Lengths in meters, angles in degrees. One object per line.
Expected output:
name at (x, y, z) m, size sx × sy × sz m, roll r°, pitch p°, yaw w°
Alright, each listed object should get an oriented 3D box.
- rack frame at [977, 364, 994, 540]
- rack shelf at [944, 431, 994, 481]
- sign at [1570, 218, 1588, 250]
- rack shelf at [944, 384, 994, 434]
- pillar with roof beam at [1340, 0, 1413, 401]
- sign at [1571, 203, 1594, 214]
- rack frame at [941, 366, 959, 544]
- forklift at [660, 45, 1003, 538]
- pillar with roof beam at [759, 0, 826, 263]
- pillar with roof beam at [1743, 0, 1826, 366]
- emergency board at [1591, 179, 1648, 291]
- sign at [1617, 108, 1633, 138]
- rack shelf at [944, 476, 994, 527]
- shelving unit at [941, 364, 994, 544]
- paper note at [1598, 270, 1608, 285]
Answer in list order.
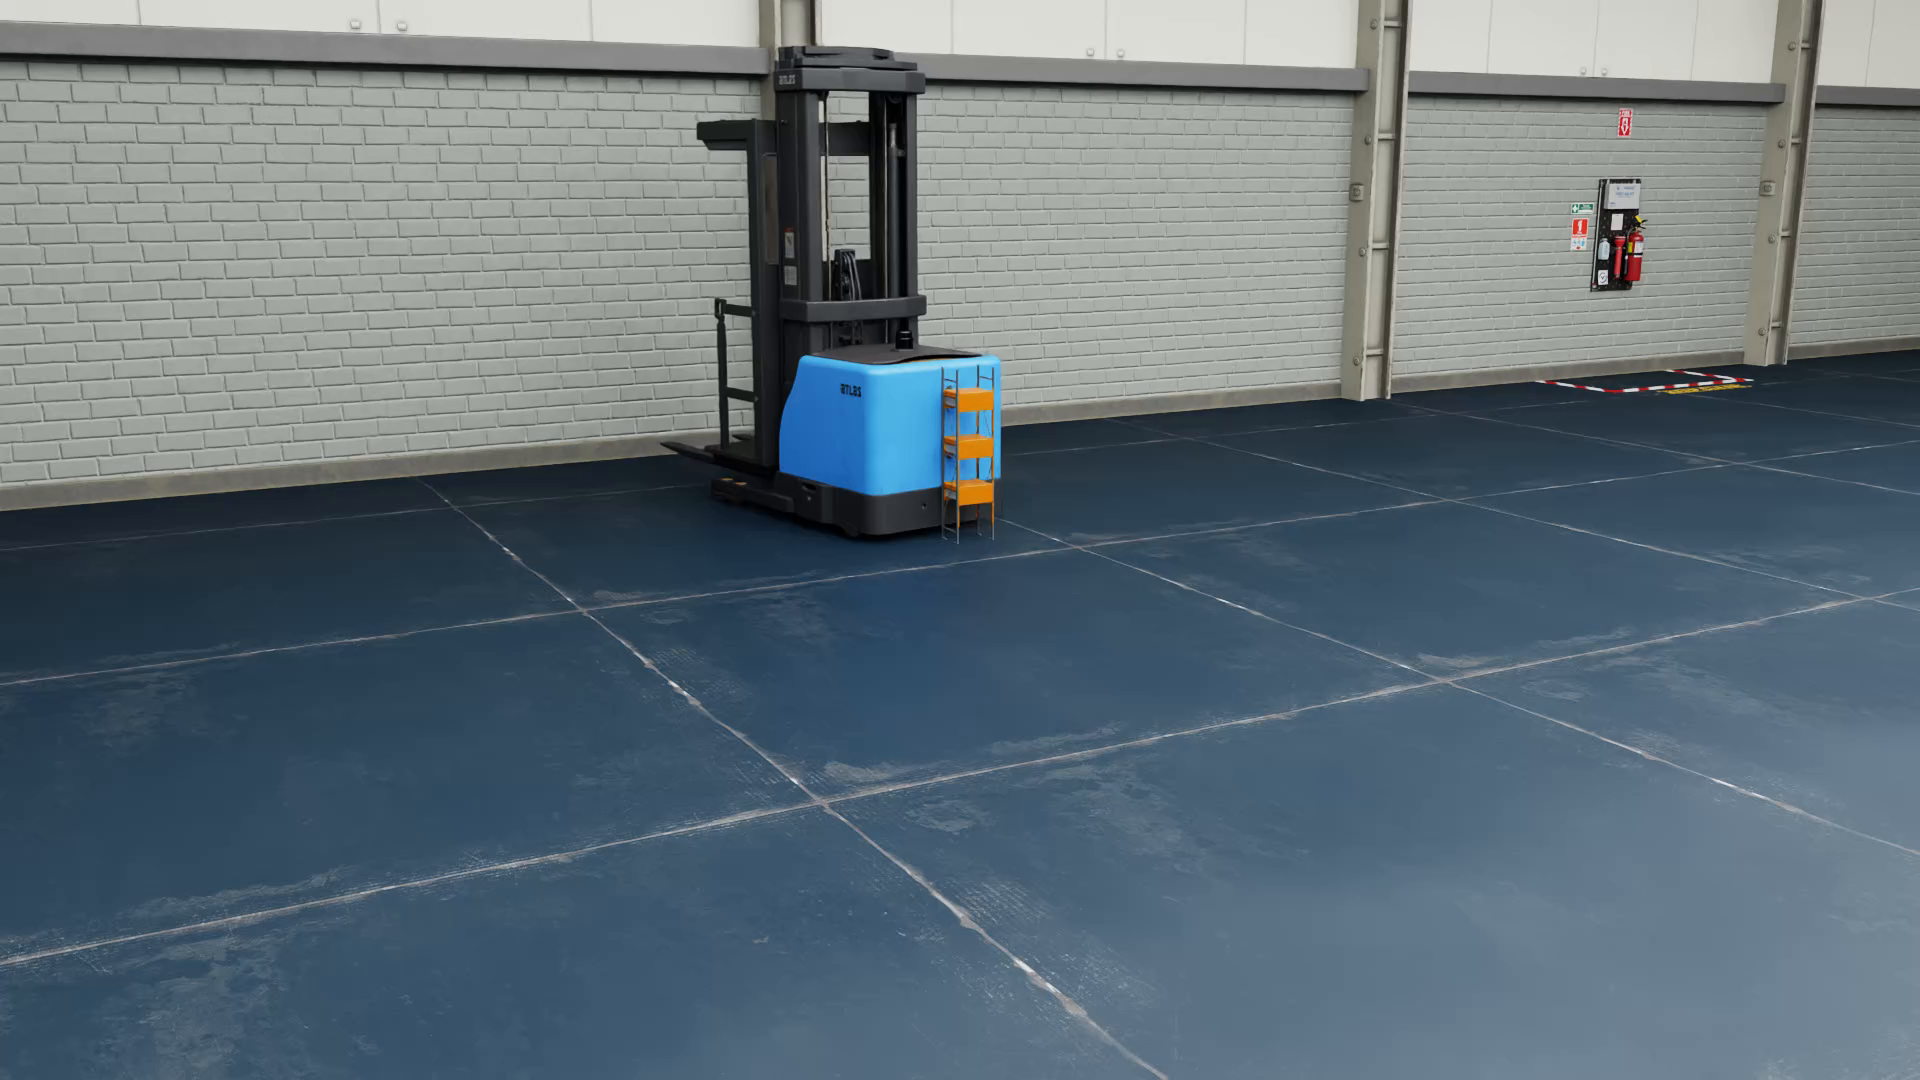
rack frame at (0.154, -0.531, 10.076) m, size 0.008 × 1.050 × 0.200 m, roll -7°, pitch 14°, yaw -28°
rack shelf at (0.047, -0.508, 10.021) m, size 0.240 × 0.259 × 0.215 m, roll -7°, pitch 14°, yaw -28°
sign at (6.510, -3.213, 17.474) m, size 0.234 × 0.329 × 0.001 m, roll -7°, pitch 14°, yaw -28°
rack shelf at (0.047, -0.784, 9.959) m, size 0.240 × 0.259 × 0.215 m, roll -7°, pitch 14°, yaw -28°
pillar with roof beam at (6.028, -4.953, 11.620) m, size 0.400 × 9.000 × 9.100 m, roll -7°, pitch 14°, yaw -28°
sign at (6.518, -3.471, 17.410) m, size 0.331 × 0.109 × 0.001 m, roll -7°, pitch 14°, yaw -28°
rack frame at (-0.060, -0.505, 9.962) m, size 0.008 × 1.050 × 0.200 m, roll -7°, pitch 14°, yaw -28°
forklift at (-1.028, -1.713, 11.043) m, size 1.130 × 2.935 × 3.031 m, roll -10°, pitch 16°, yaw -37°
pillar with roof beam at (0.762, -4.321, 8.816) m, size 0.400 × 9.000 × 9.100 m, roll -7°, pitch 14°, yaw -28°
pillar with roof beam at (11.295, -5.584, 14.425) m, size 0.400 × 9.000 × 9.100 m, roll -7°, pitch 14°, yaw -28°
emergency board at (7.044, -3.234, 17.648) m, size 0.643 × 1.169 × 0.194 m, roll -7°, pitch 14°, yaw -28°
sign at (6.990, -4.383, 17.475) m, size 0.199 × 0.298 × 0.001 m, roll -7°, pitch 14°, yaw -28°
rack shelf at (0.047, -0.236, 10.082) m, size 0.240 × 0.259 × 0.215 m, roll -7°, pitch 14°, yaw -28°
shelving unit at (0.047, -0.518, 10.019) m, size 0.252 × 1.050 × 0.215 m, roll -7°, pitch 14°, yaw -28°
paper note at (6.856, -2.799, 17.721) m, size 0.142 × 0.148 × 0.016 m, roll -7°, pitch 14°, yaw -28°
